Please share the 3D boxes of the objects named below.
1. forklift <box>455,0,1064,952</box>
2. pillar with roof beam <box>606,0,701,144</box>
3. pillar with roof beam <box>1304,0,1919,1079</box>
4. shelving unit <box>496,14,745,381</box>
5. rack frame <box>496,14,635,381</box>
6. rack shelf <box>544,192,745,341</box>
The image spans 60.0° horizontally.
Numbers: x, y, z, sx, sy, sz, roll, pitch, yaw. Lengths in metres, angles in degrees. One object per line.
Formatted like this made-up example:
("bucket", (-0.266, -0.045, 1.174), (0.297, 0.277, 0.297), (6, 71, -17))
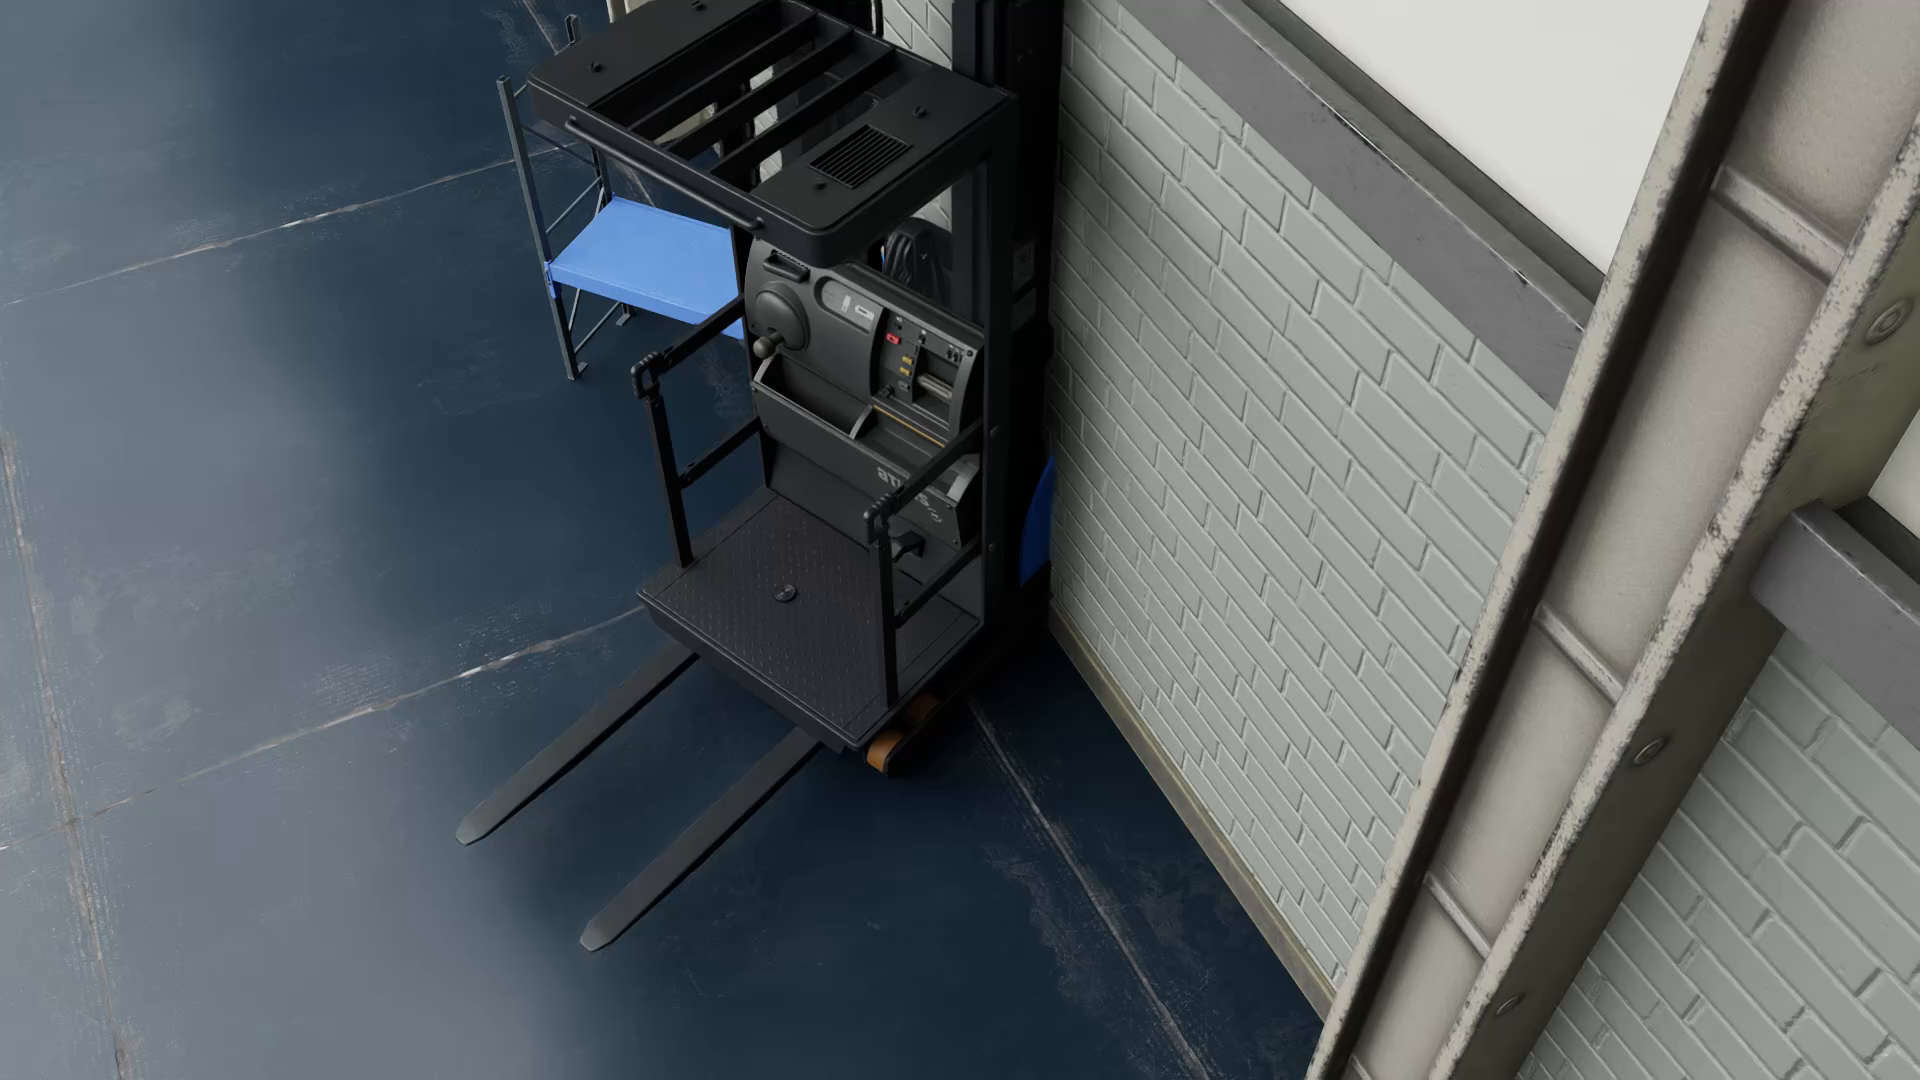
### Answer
("forklift", (-0.459, -0.567, 5.191), (1.130, 2.935, 3.031), (31, 56, 25))
("pillar with roof beam", (-5.337, -3.652, 3.858), (9.100, 9.000, 0.400), (-21, 52, -18))
("pillar with roof beam", (-2.591, 0.364, 0.346), (9.100, 9.000, 0.400), (-21, 52, -18))
("shelving unit", (-1.130, -1.207, 6.702), (1.048, 1.500, 0.538), (19, 51, 16))
("rack frame", (-1.593, -1.364, 6.839), (0.032, 1.500, 0.500), (19, 51, 16))
("rack shelf", (-1.130, -1.088, 6.837), (1.000, 0.185, 0.538), (19, 51, 16))
